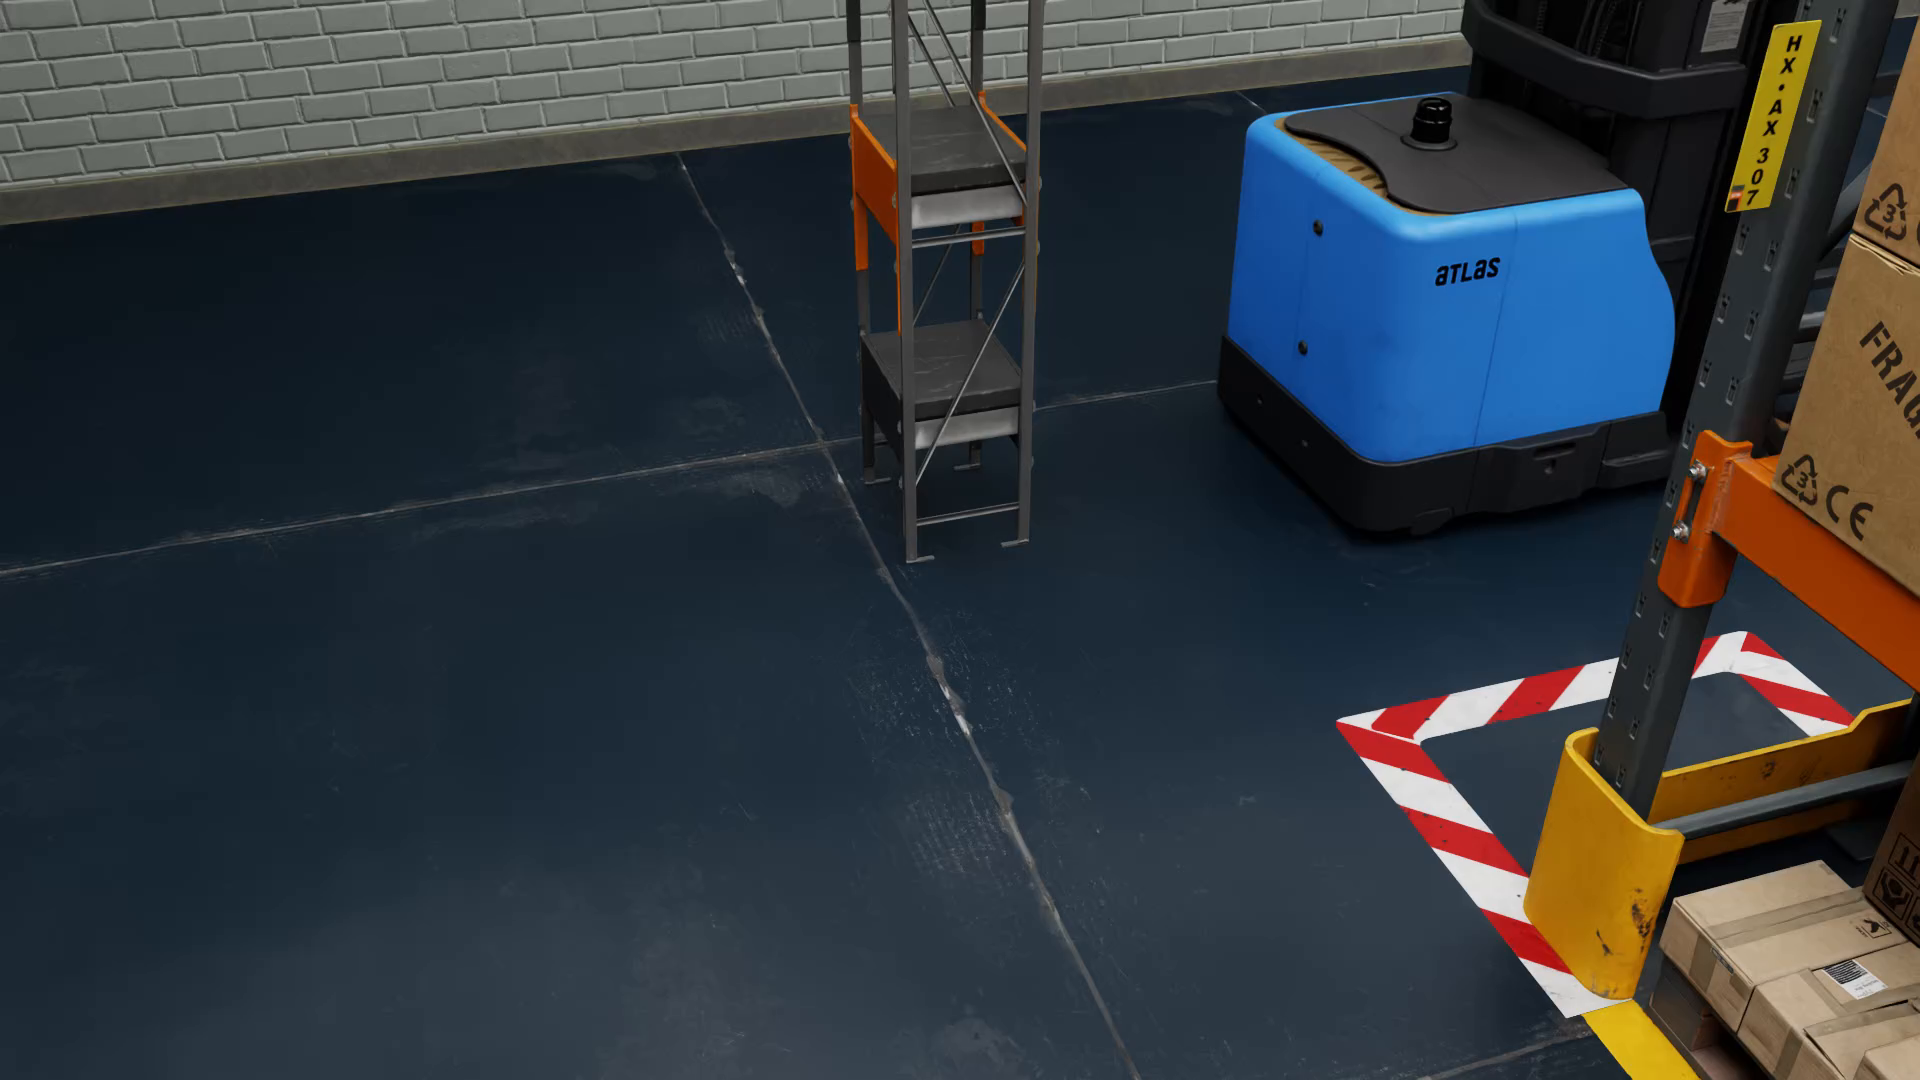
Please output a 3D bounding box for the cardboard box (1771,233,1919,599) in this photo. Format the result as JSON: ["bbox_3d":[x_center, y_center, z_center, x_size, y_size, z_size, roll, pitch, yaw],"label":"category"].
[{"bbox_3d":[1.784,-0.211,2.757,0.500,0.500,0.500,-9,35,-14],"label":"cardboard box"}]

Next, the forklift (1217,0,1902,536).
[{"bbox_3d":[2.485,-1.725,5.203,3.031,2.935,1.130,-11,35,-16],"label":"forklift"}]

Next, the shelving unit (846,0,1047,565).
[{"bbox_3d":[-0.050,-0.963,4.803,0.431,2.100,0.503,-10,35,-15],"label":"shelving unit"}]

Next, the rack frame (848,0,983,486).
[{"bbox_3d":[-0.125,-1.091,4.997,0.400,2.100,0.015,-10,35,-15],"label":"rack frame"}]

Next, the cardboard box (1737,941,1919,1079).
[{"bbox_3d":[1.776,0.961,3.246,0.380,0.166,0.250,-10,35,-15],"label":"cardboard box"}]

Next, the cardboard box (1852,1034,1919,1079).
[{"bbox_3d":[1.948,1.113,2.940,0.500,0.250,0.500,-10,35,-15],"label":"cardboard box"}]

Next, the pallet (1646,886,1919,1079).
[{"bbox_3d":[2.167,1.176,3.280,1.003,0.211,1.213,-10,35,-15],"label":"pallet"}]

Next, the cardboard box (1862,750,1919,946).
[{"bbox_3d":[2.300,0.657,3.403,0.500,0.500,0.500,-10,35,-15],"label":"cardboard box"}]

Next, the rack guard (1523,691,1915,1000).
[{"bbox_3d":[1.923,0.636,3.833,1.175,0.500,0.348,-10,35,-15],"label":"rack guard"}]

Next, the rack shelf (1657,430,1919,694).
[{"bbox_3d":[2.510,0.904,1.814,1.077,0.370,4.000,-10,35,-15],"label":"rack shelf"}]

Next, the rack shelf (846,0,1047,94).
[{"bbox_3d":[-0.050,-1.536,4.424,0.431,0.518,0.480,-10,35,-15],"label":"rack shelf"}]

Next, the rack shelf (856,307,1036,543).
[{"bbox_3d":[-0.050,-0.368,5.196,0.431,0.518,0.480,-10,35,-15],"label":"rack shelf"}]

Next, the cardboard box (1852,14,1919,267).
[{"bbox_3d":[1.784,-0.628,2.482,0.500,0.500,0.500,-9,35,-13],"label":"cardboard box"}]

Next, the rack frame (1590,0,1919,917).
[{"bbox_3d":[1.900,-0.446,3.205,1.000,3.000,0.127,-10,35,-15],"label":"rack frame"}]

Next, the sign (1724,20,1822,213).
[{"bbox_3d":[1.383,-0.716,2.828,0.100,0.325,0.005,-10,35,-15],"label":"sign"}]

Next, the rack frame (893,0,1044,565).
[{"bbox_3d":[0.024,-0.835,4.609,0.400,2.100,0.015,-10,35,-15],"label":"rack frame"}]

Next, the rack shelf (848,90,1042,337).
[{"bbox_3d":[-0.050,-0.952,4.810,0.431,0.518,0.480,-10,35,-15],"label":"rack shelf"}]

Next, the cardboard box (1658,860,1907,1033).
[{"bbox_3d":[1.700,0.837,3.449,0.380,0.149,0.250,-10,35,-15],"label":"cardboard box"}]
